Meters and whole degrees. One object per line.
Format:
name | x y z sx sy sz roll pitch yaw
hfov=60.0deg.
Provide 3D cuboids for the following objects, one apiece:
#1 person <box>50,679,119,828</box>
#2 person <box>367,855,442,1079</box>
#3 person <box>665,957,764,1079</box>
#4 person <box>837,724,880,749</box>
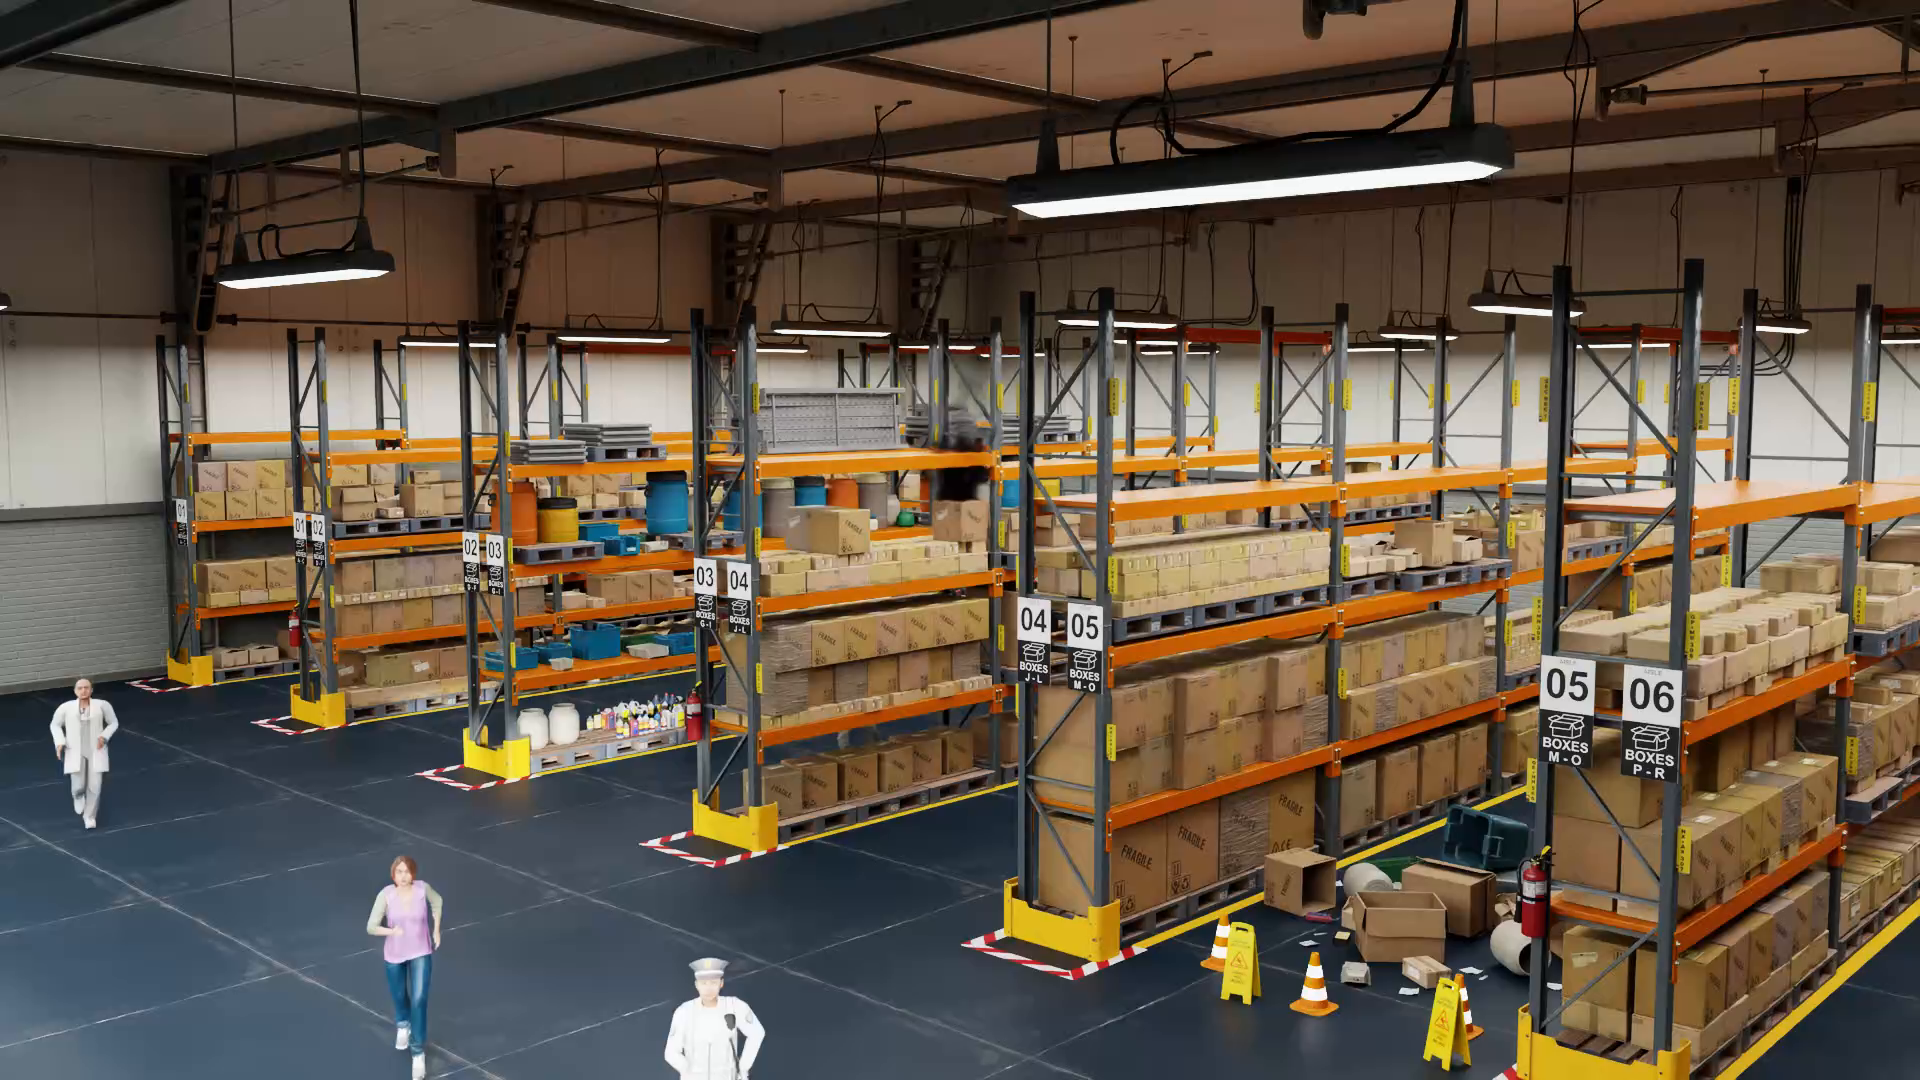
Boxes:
person | -10.215 2.484 19.438 0.710 1.732 0.637 -3 6 -28
person | -4.195 3.179 12.599 0.530 1.649 0.770 -1 6 -15
person | -1.506 3.375 10.164 0.599 1.666 0.576 0 5 -4
person | -1.428 2.122 23.126 0.675 1.845 0.793 5 7 43
